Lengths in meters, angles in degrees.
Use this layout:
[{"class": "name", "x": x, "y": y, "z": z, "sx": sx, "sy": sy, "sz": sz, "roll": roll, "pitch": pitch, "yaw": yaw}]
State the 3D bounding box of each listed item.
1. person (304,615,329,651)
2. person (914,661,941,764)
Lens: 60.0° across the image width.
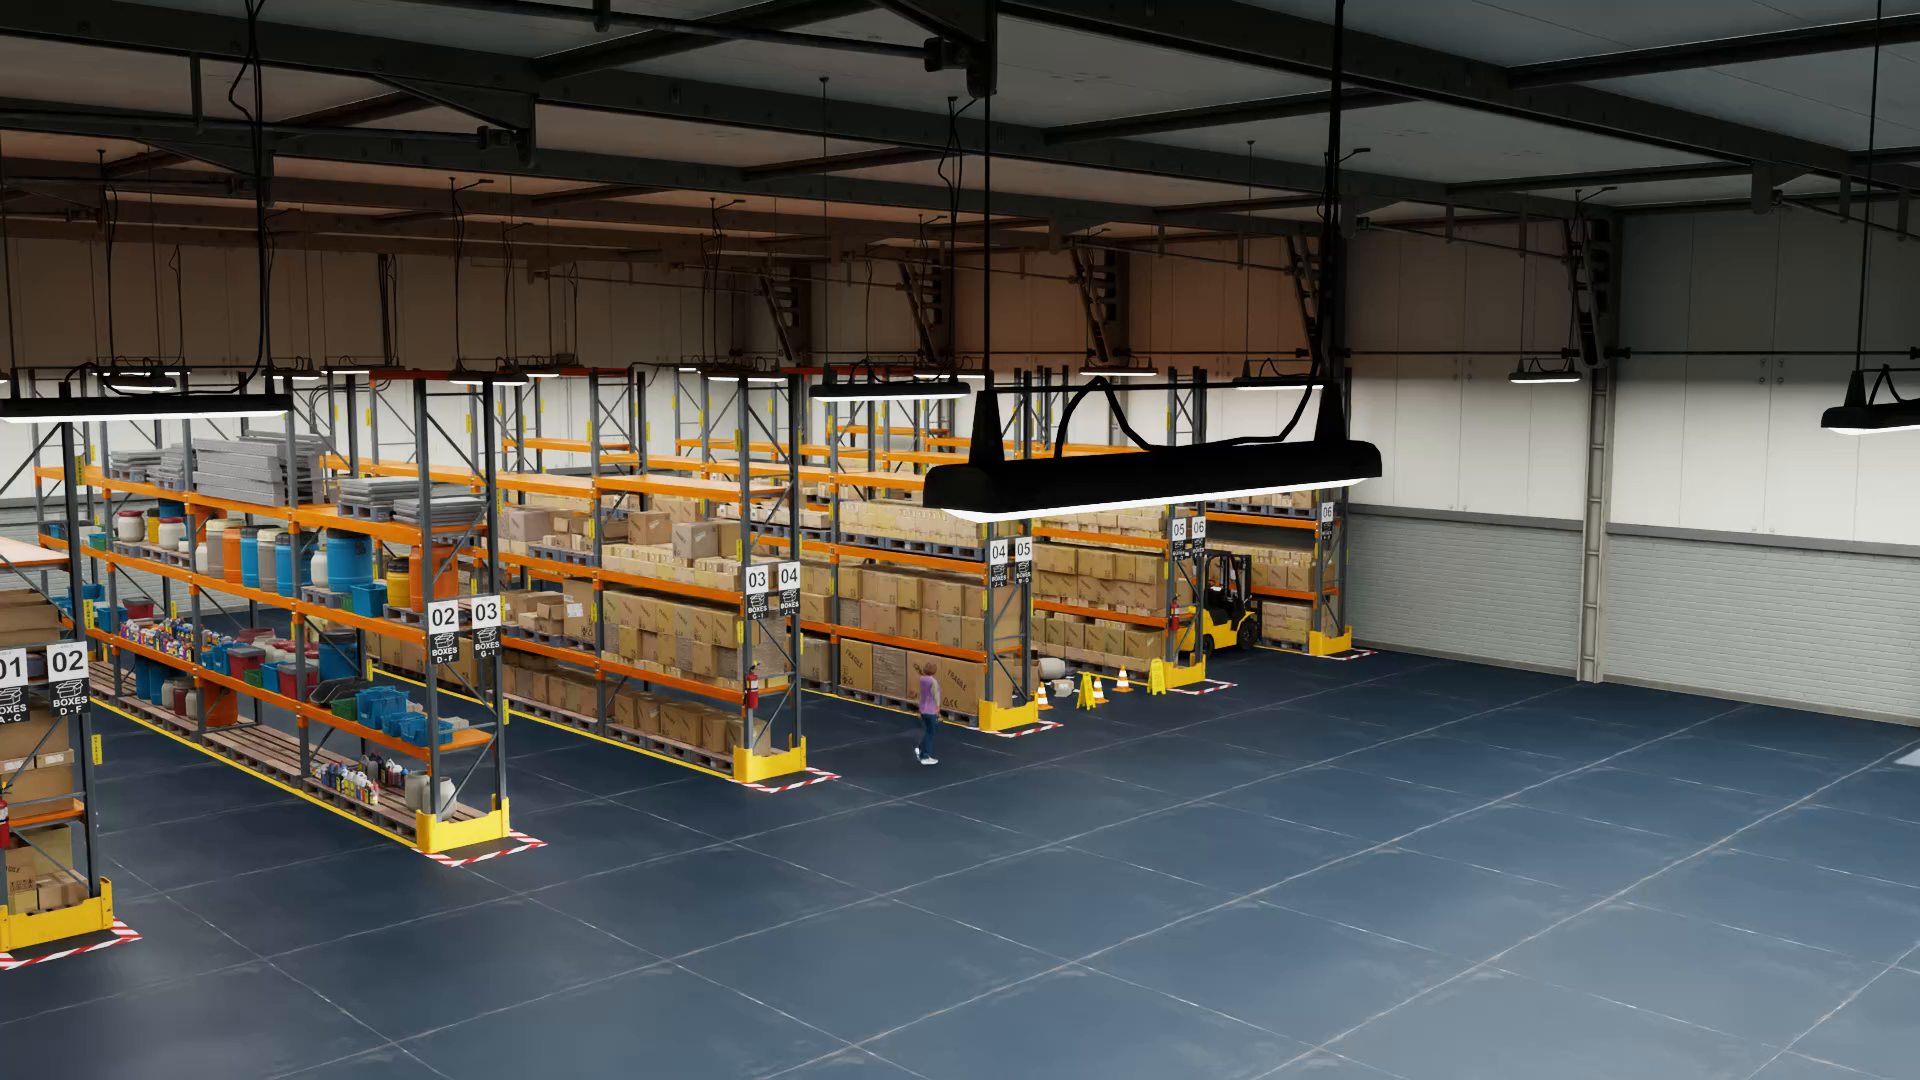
[{"class": "person", "x": -12.107, "y": 1.954, "z": 31.441, "sx": 0.510, "sy": 1.659, "sz": 0.470, "roll": -4, "pitch": 8, "yaw": -32}, {"class": "person", "x": -0.469, "y": 2.648, "z": 25.500, "sx": 0.414, "sy": 1.590, "sz": 0.391, "roll": -3, "pitch": 7, "yaw": -24}]
